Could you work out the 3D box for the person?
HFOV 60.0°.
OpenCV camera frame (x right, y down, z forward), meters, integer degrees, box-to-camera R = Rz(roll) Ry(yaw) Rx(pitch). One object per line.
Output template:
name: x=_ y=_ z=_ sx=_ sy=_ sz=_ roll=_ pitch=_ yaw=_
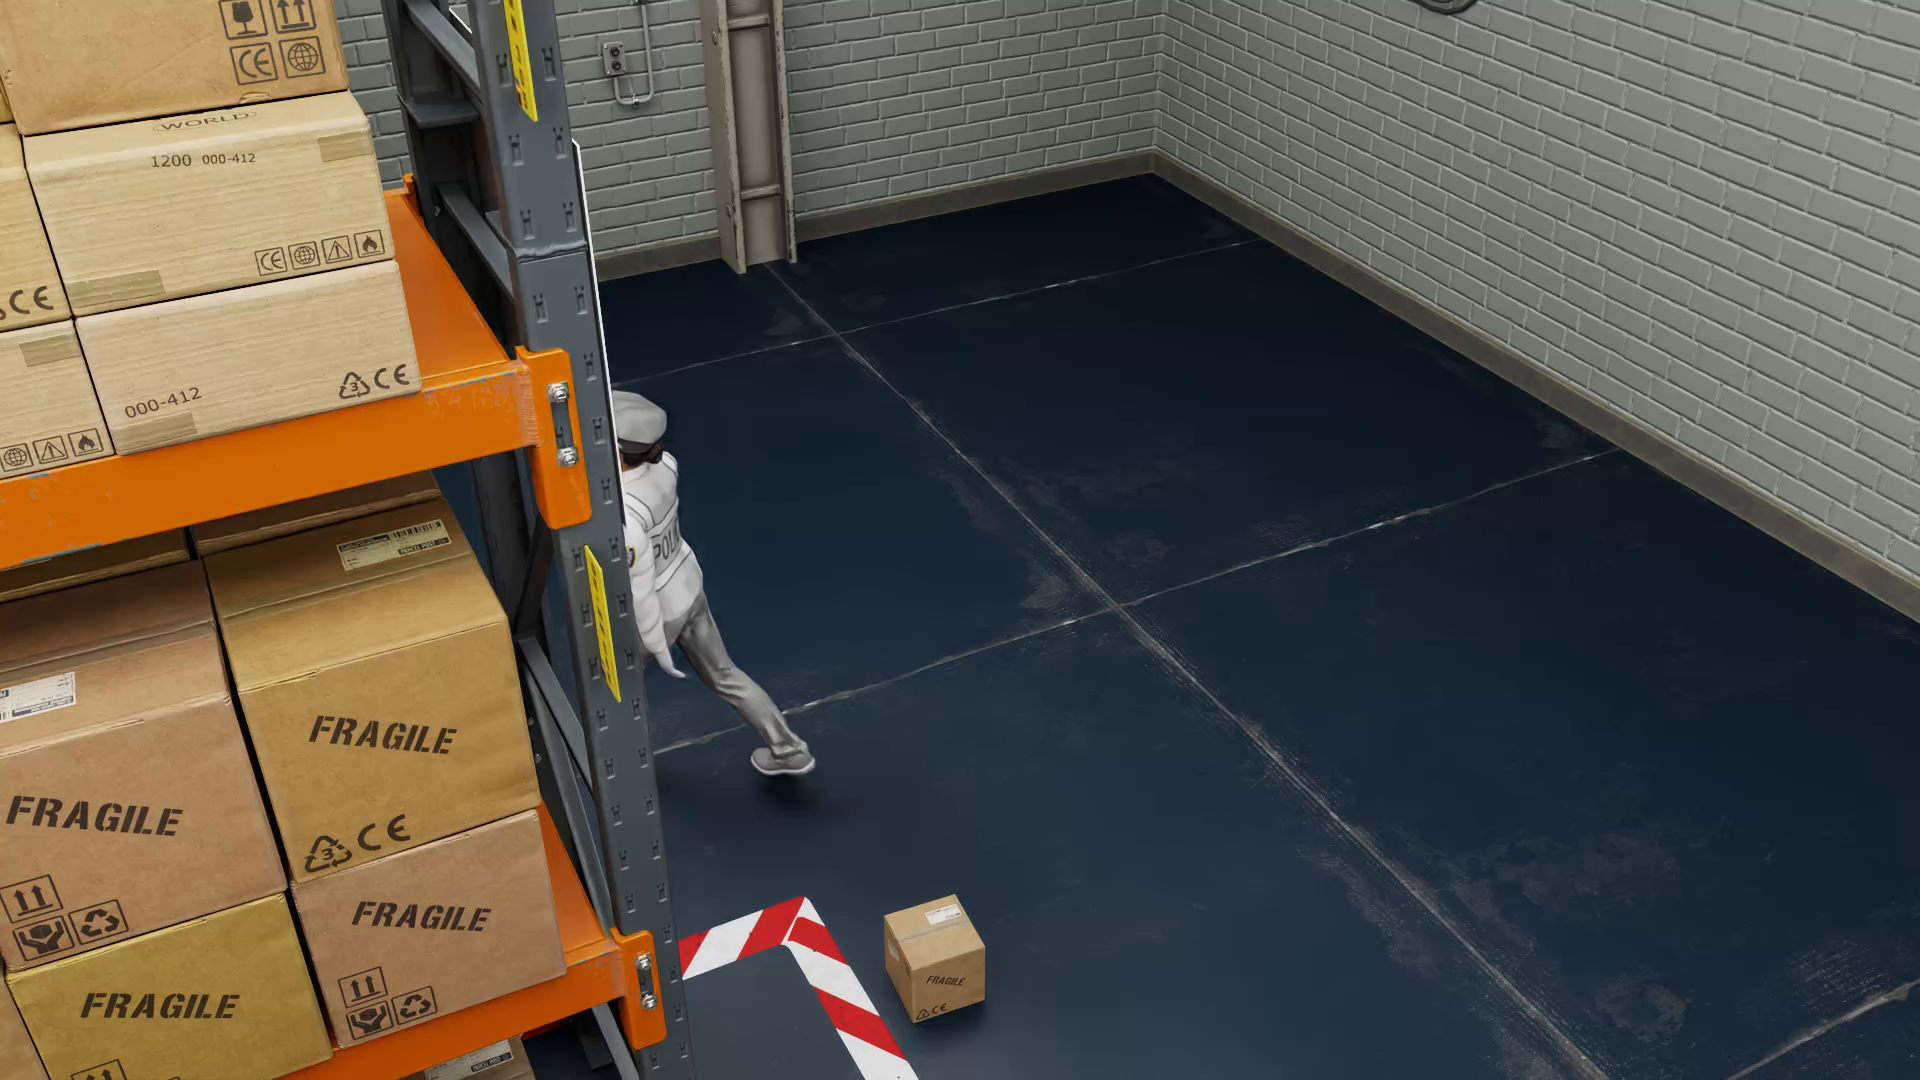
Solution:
person: x=-1.029 y=0.217 z=5.785 sx=0.989 sy=1.642 sz=0.498 roll=11 pitch=35 yaw=16
